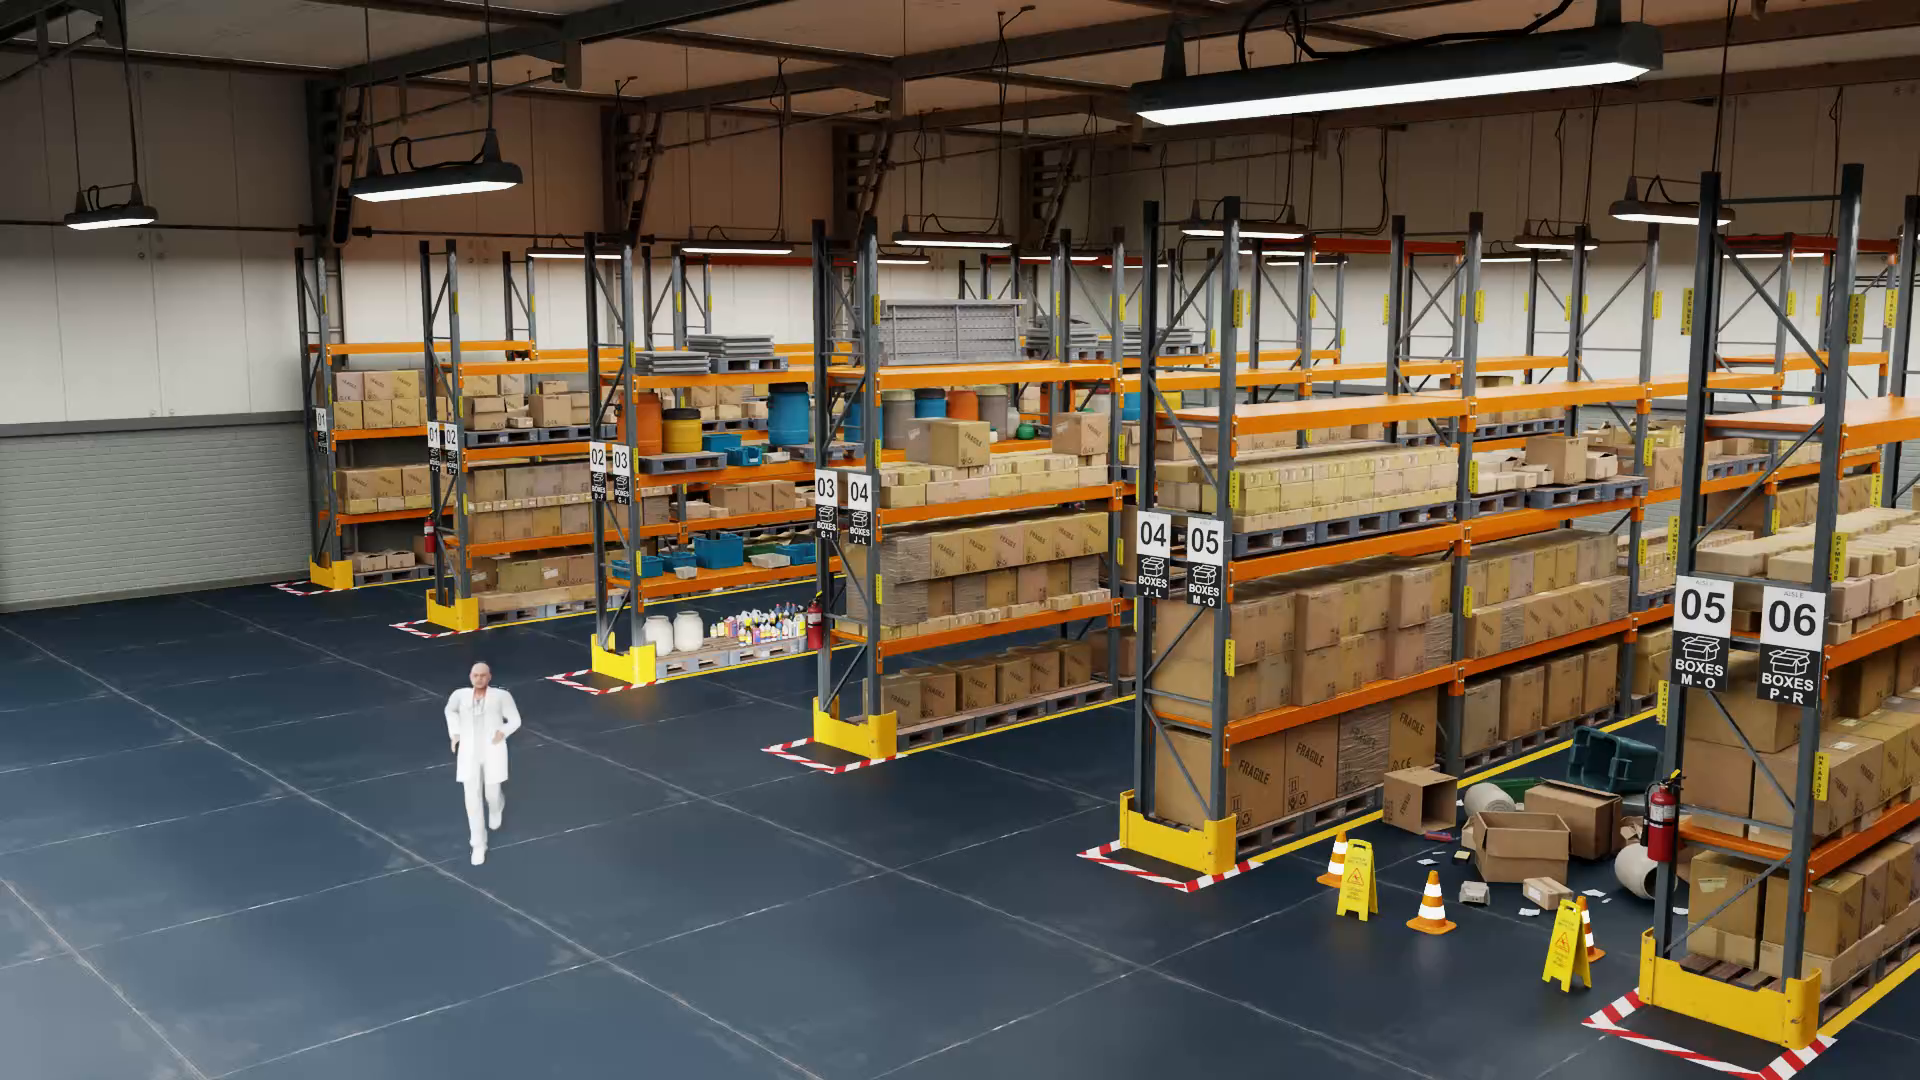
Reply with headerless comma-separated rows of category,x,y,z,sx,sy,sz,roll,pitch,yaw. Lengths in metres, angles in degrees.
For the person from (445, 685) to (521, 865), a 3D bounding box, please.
person,-4.459,2.124,15.564,0.710,1.581,1.034,-1,8,-9
